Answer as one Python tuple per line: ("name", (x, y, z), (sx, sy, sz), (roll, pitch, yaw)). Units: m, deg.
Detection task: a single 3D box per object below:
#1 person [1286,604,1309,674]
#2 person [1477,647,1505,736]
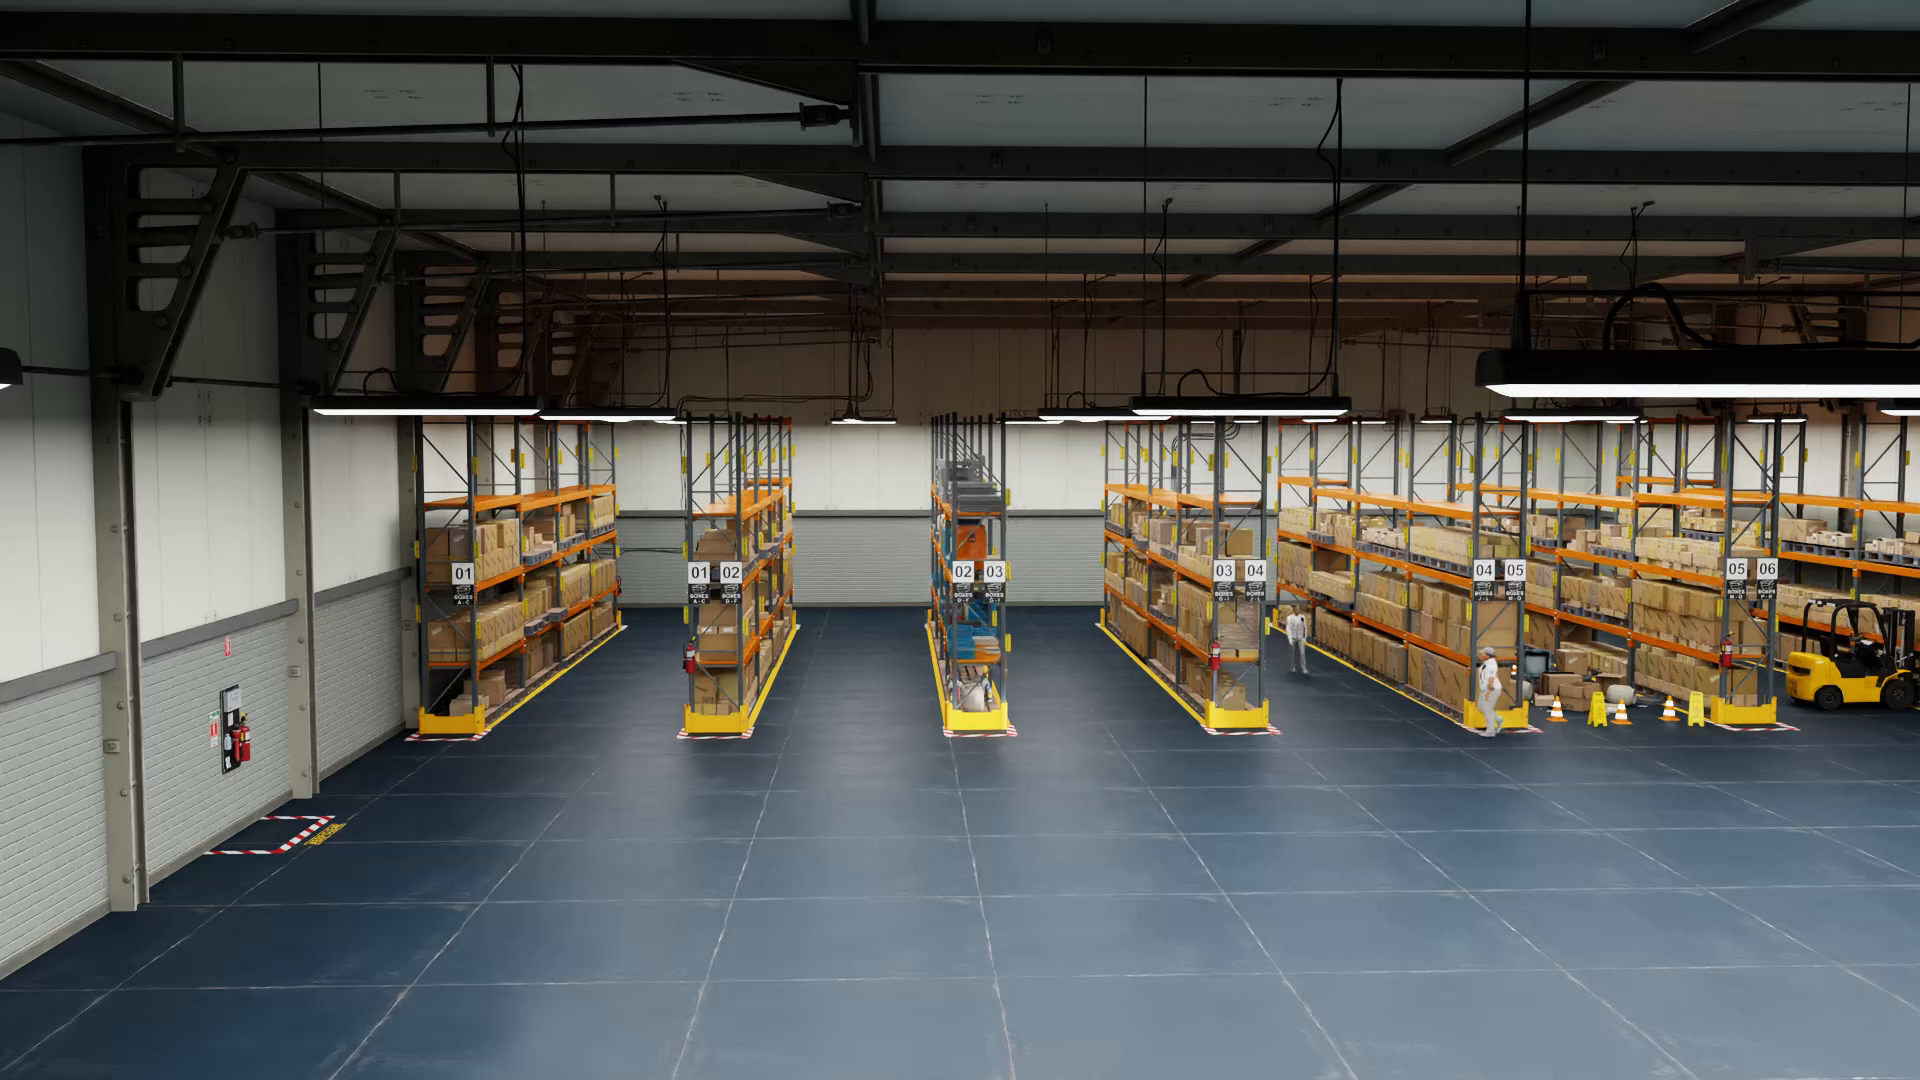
("person", (7.787, 2.272, 38.403), (0.505, 1.624, 0.991), (0, 4, 5))
("person", (9.850, 2.789, 30.757), (0.535, 1.649, 0.477), (0, 4, 4))
